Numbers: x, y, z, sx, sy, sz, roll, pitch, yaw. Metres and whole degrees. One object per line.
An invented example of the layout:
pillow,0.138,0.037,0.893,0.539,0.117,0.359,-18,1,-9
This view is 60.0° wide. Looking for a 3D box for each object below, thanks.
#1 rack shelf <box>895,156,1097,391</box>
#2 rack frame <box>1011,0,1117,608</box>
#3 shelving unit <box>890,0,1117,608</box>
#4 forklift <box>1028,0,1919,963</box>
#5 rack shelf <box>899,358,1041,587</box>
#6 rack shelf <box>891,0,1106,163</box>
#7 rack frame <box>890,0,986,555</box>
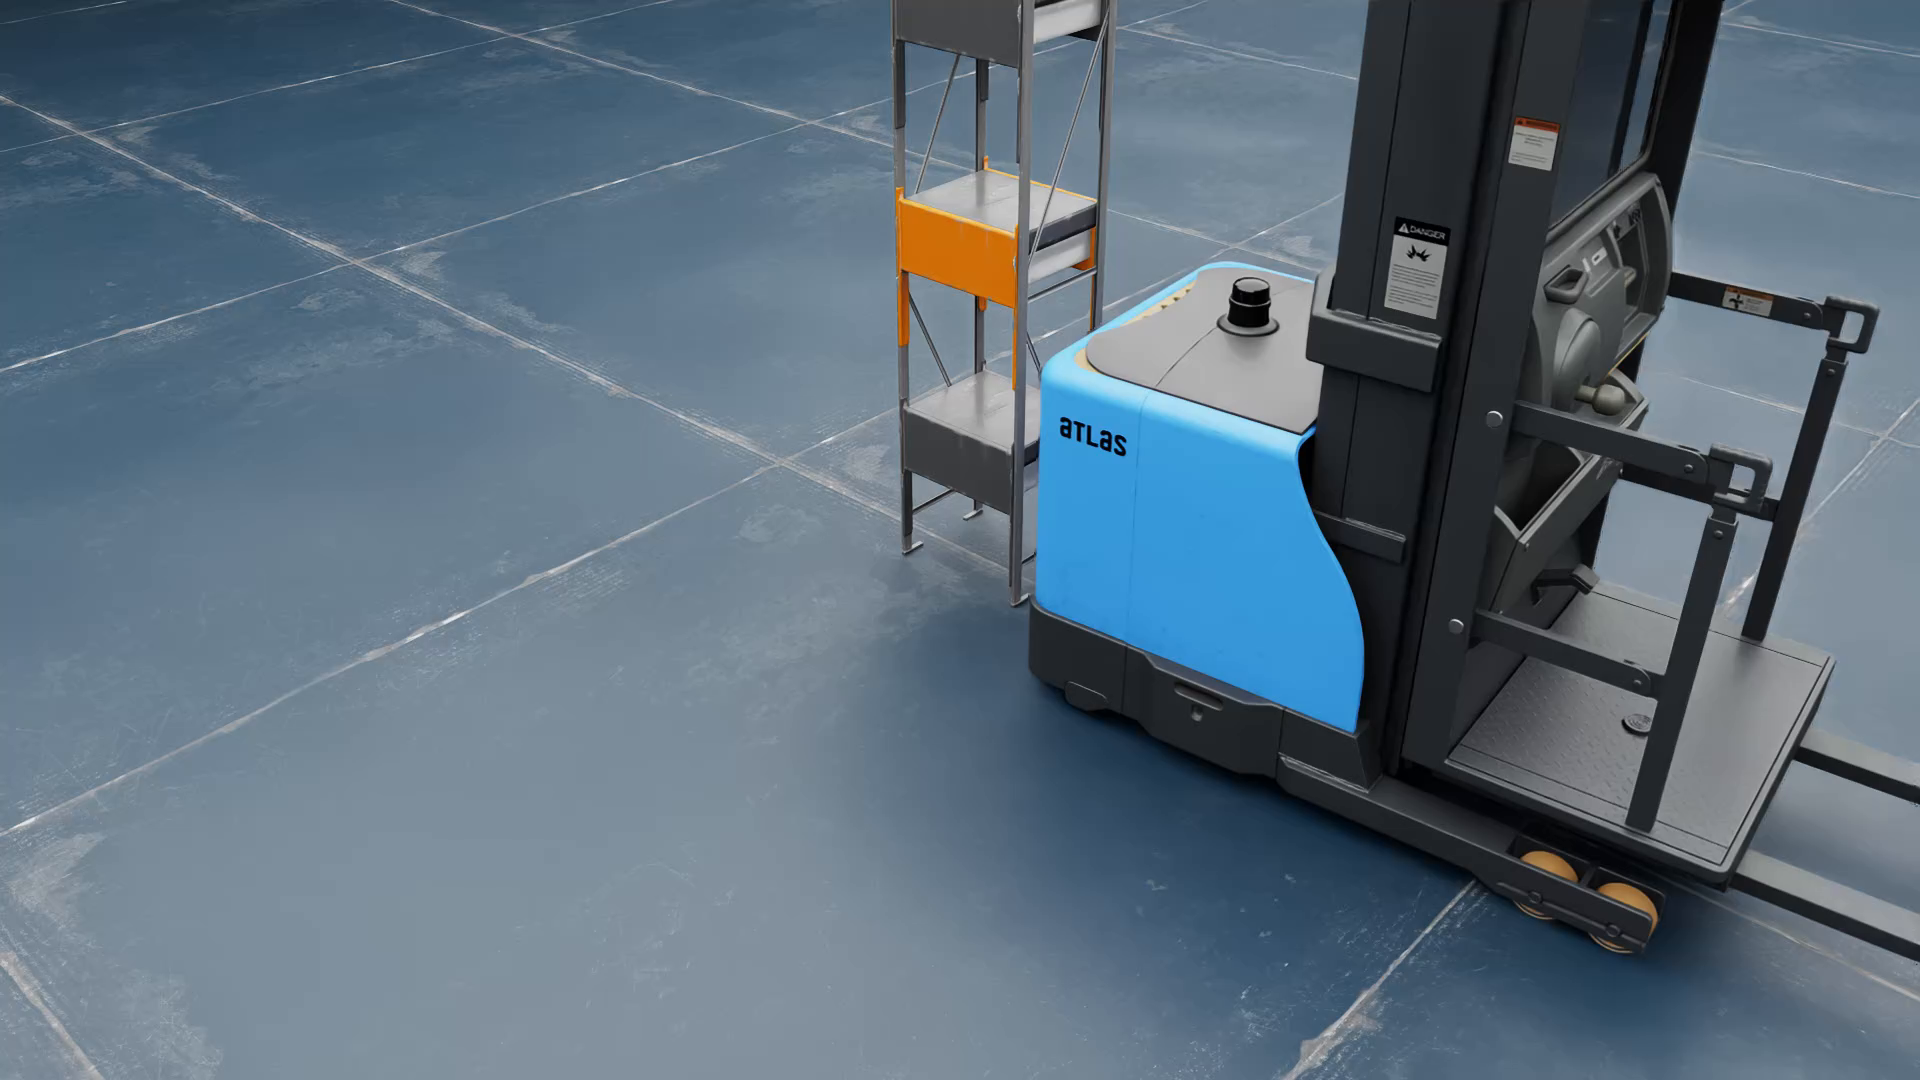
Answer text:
rack shelf,0.123,-0.831,5.120,0.480,0.518,0.431,25,39,35
rack frame,0.304,-0.758,4.973,0.015,2.100,0.400,25,39,35
shelving unit,0.123,-0.842,5.113,0.503,2.100,0.431,25,39,35
forklift,1.689,-0.558,3.835,3.031,2.935,1.130,21,37,31
rack shelf,0.123,-0.231,5.481,0.480,0.518,0.431,25,39,35
rack shelf,0.123,-1.430,4.759,0.480,0.518,0.431,25,39,35
rack frame,-0.058,-0.927,5.254,0.015,2.100,0.400,25,39,35
